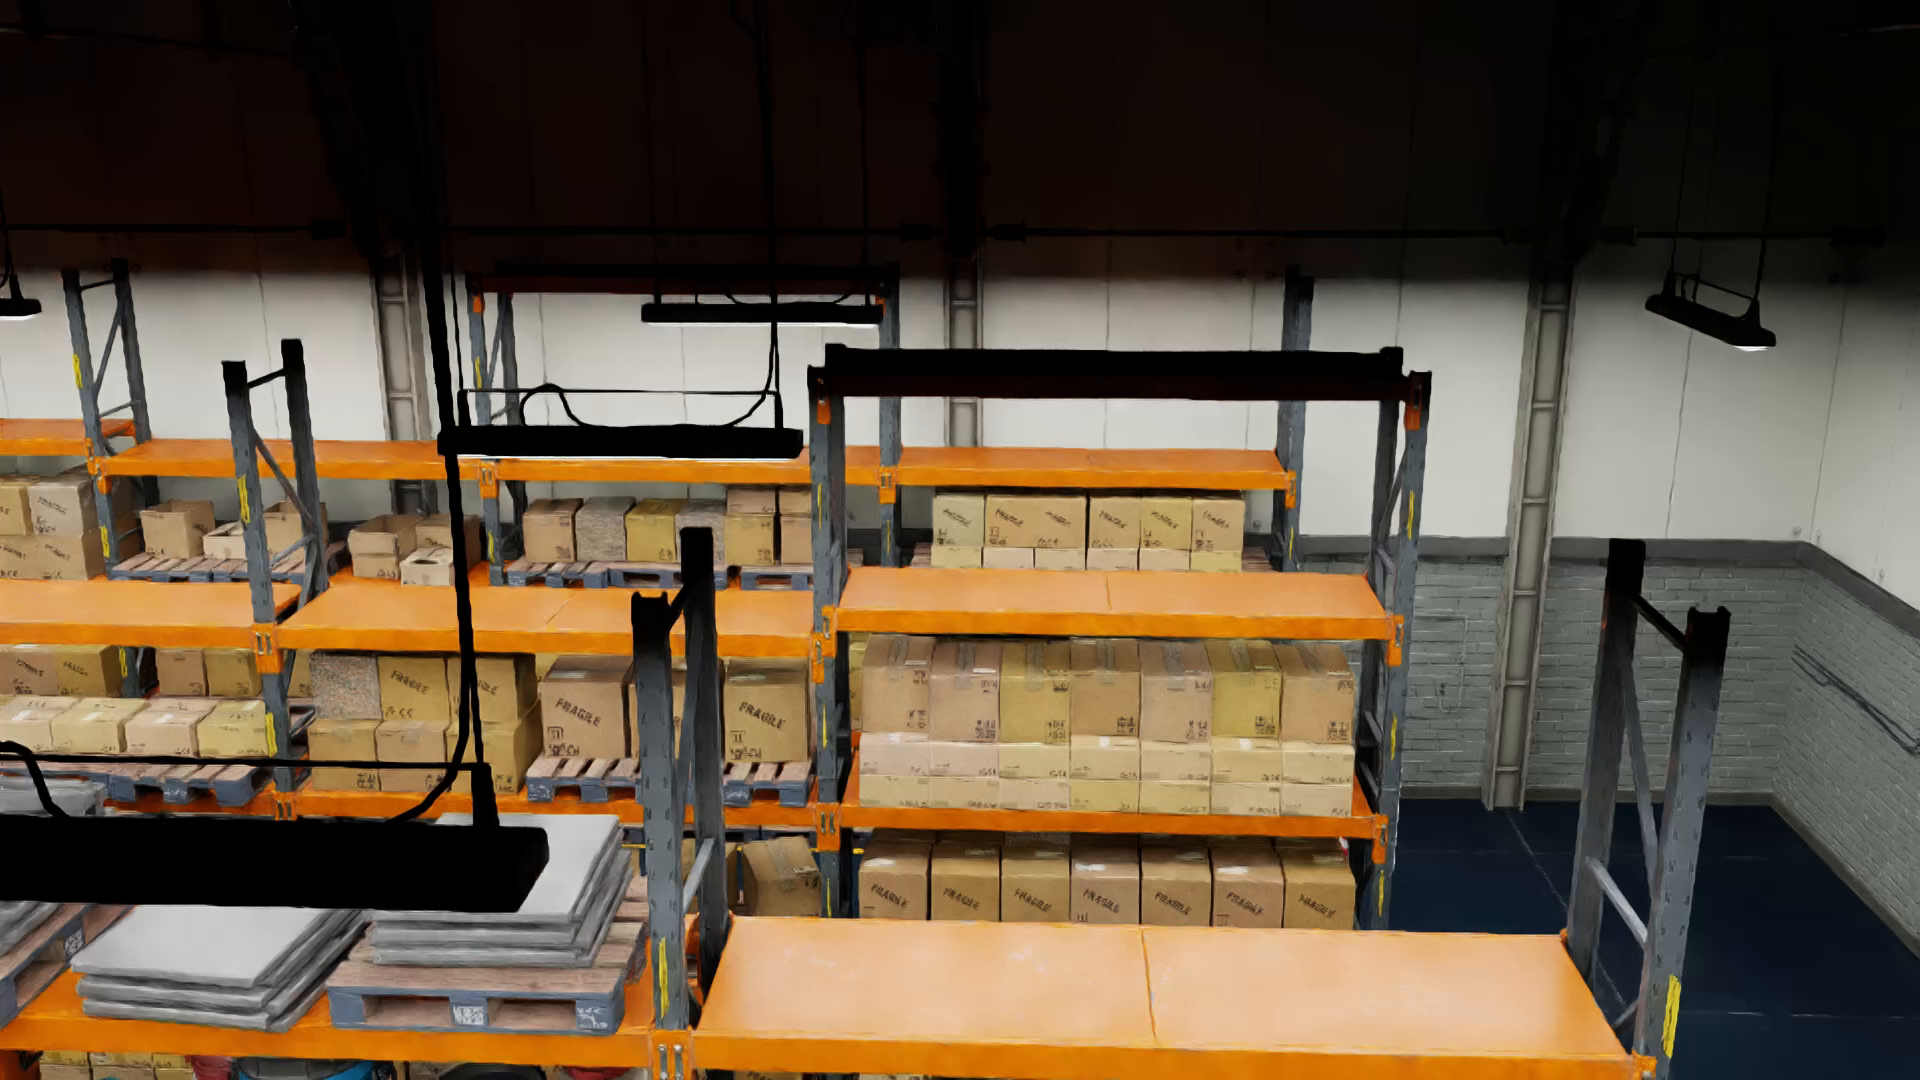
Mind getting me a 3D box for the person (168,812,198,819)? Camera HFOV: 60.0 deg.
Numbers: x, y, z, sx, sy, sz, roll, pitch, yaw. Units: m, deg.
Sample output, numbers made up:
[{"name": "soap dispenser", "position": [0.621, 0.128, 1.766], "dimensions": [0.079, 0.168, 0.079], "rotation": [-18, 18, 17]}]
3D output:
[{"name": "person", "position": [-6.842, 3.112, 14.980], "dimensions": [1.086, 1.585, 0.495], "rotation": [1, 16, 5]}]
